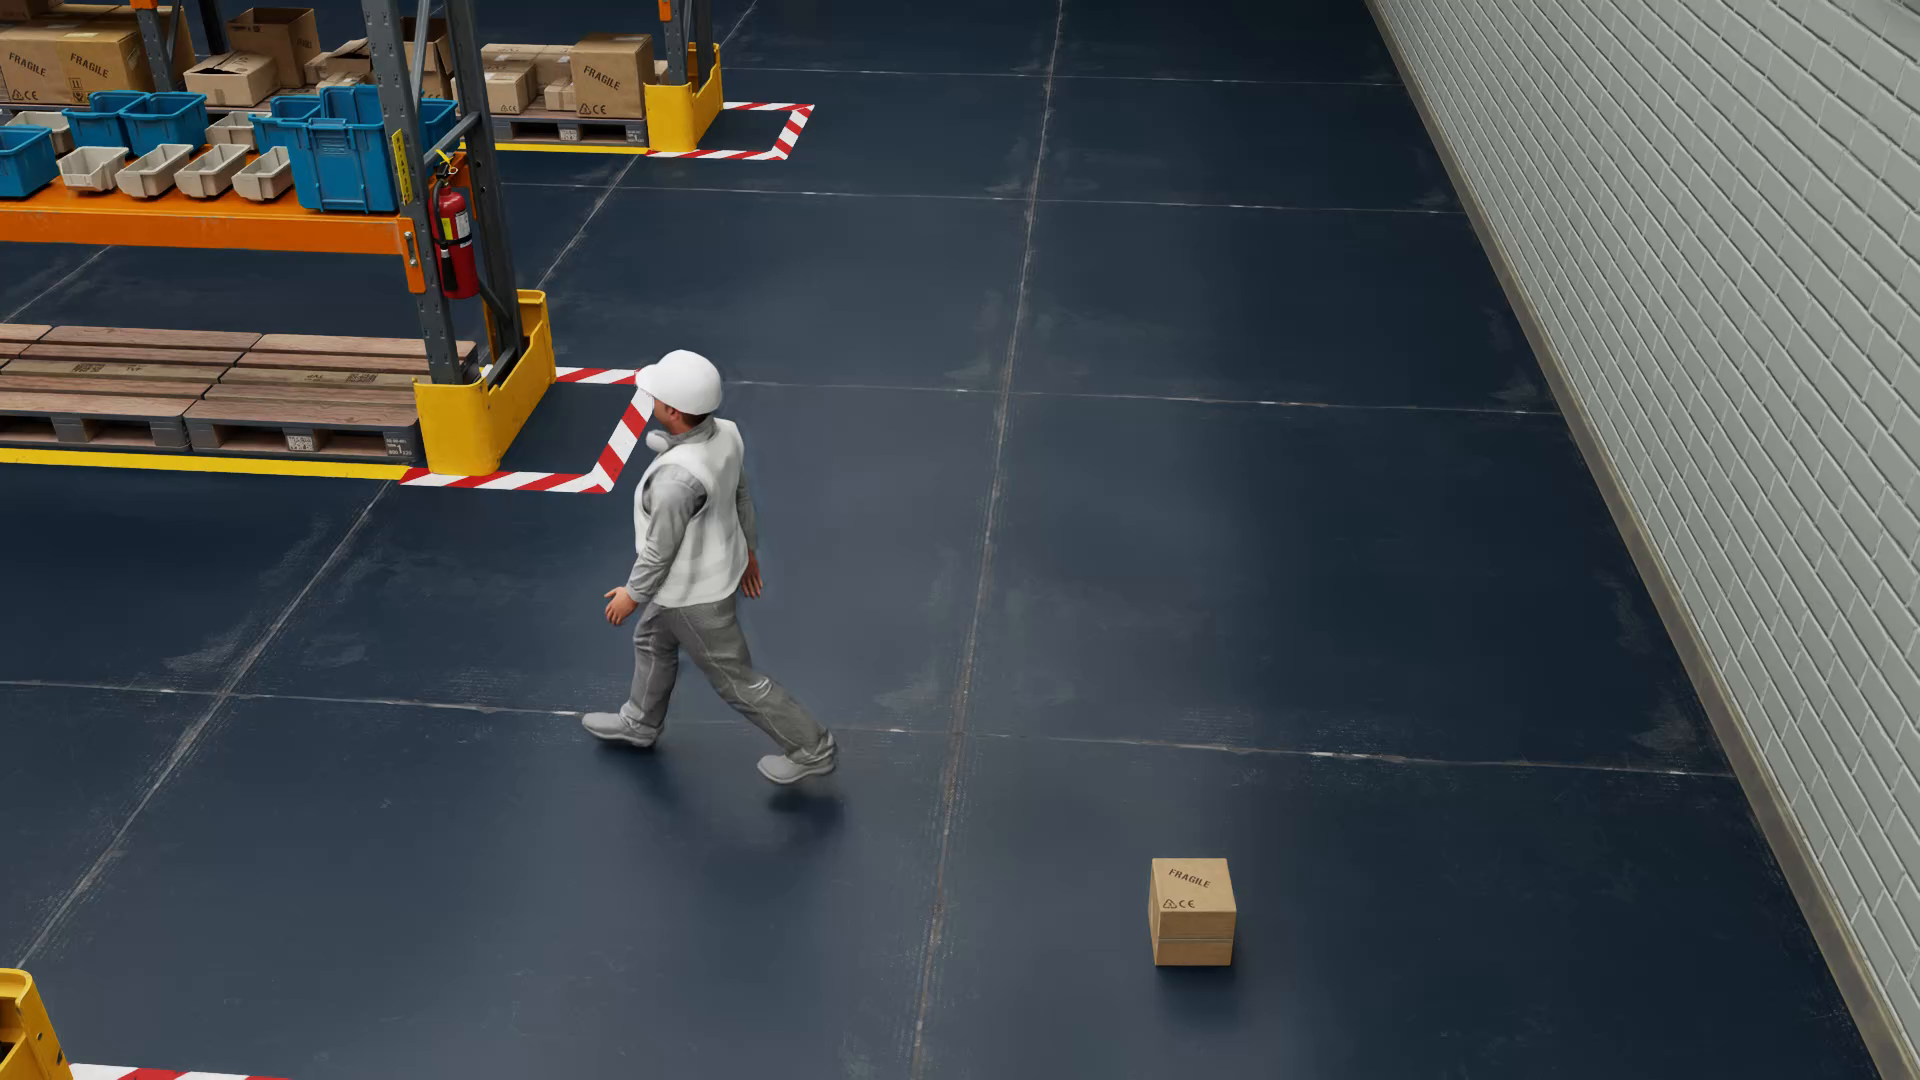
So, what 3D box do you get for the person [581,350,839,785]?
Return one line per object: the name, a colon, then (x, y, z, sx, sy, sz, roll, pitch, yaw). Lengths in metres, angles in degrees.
person: (-0.967, 0.120, 5.921, 1.054, 1.725, 0.546, 4, 32, 7)
